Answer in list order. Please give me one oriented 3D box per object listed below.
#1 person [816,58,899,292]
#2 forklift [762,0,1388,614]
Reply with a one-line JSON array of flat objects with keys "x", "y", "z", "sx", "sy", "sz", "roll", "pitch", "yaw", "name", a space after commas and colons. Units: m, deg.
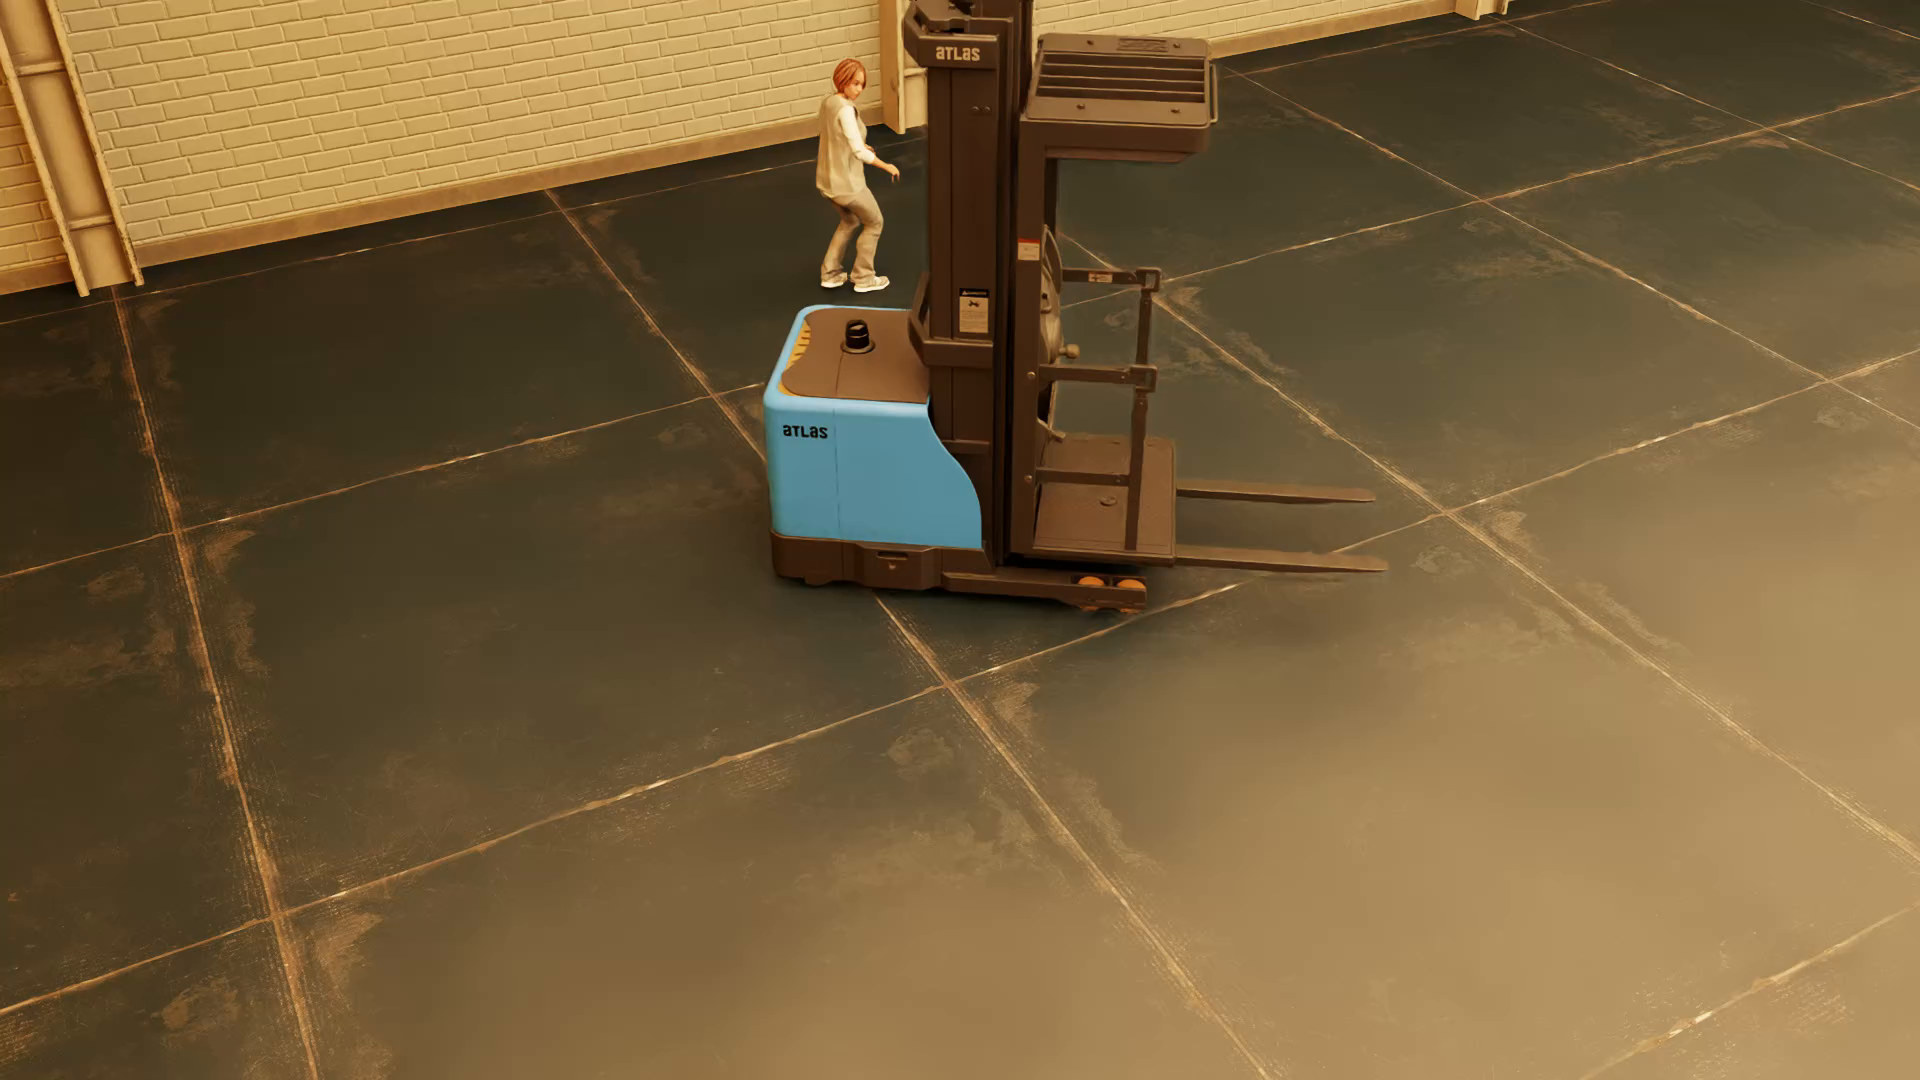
[{"x": -0.662, "y": -2.295, "z": 10.619, "sx": 0.570, "sy": 1.549, "sz": 0.657, "roll": -21, "pitch": 40, "yaw": -27, "name": "person"}, {"x": 0.610, "y": -1.162, "z": 7.767, "sx": 3.031, "sy": 2.935, "sz": 1.130, "roll": 4, "pitch": 35, "yaw": 5, "name": "forklift"}]
